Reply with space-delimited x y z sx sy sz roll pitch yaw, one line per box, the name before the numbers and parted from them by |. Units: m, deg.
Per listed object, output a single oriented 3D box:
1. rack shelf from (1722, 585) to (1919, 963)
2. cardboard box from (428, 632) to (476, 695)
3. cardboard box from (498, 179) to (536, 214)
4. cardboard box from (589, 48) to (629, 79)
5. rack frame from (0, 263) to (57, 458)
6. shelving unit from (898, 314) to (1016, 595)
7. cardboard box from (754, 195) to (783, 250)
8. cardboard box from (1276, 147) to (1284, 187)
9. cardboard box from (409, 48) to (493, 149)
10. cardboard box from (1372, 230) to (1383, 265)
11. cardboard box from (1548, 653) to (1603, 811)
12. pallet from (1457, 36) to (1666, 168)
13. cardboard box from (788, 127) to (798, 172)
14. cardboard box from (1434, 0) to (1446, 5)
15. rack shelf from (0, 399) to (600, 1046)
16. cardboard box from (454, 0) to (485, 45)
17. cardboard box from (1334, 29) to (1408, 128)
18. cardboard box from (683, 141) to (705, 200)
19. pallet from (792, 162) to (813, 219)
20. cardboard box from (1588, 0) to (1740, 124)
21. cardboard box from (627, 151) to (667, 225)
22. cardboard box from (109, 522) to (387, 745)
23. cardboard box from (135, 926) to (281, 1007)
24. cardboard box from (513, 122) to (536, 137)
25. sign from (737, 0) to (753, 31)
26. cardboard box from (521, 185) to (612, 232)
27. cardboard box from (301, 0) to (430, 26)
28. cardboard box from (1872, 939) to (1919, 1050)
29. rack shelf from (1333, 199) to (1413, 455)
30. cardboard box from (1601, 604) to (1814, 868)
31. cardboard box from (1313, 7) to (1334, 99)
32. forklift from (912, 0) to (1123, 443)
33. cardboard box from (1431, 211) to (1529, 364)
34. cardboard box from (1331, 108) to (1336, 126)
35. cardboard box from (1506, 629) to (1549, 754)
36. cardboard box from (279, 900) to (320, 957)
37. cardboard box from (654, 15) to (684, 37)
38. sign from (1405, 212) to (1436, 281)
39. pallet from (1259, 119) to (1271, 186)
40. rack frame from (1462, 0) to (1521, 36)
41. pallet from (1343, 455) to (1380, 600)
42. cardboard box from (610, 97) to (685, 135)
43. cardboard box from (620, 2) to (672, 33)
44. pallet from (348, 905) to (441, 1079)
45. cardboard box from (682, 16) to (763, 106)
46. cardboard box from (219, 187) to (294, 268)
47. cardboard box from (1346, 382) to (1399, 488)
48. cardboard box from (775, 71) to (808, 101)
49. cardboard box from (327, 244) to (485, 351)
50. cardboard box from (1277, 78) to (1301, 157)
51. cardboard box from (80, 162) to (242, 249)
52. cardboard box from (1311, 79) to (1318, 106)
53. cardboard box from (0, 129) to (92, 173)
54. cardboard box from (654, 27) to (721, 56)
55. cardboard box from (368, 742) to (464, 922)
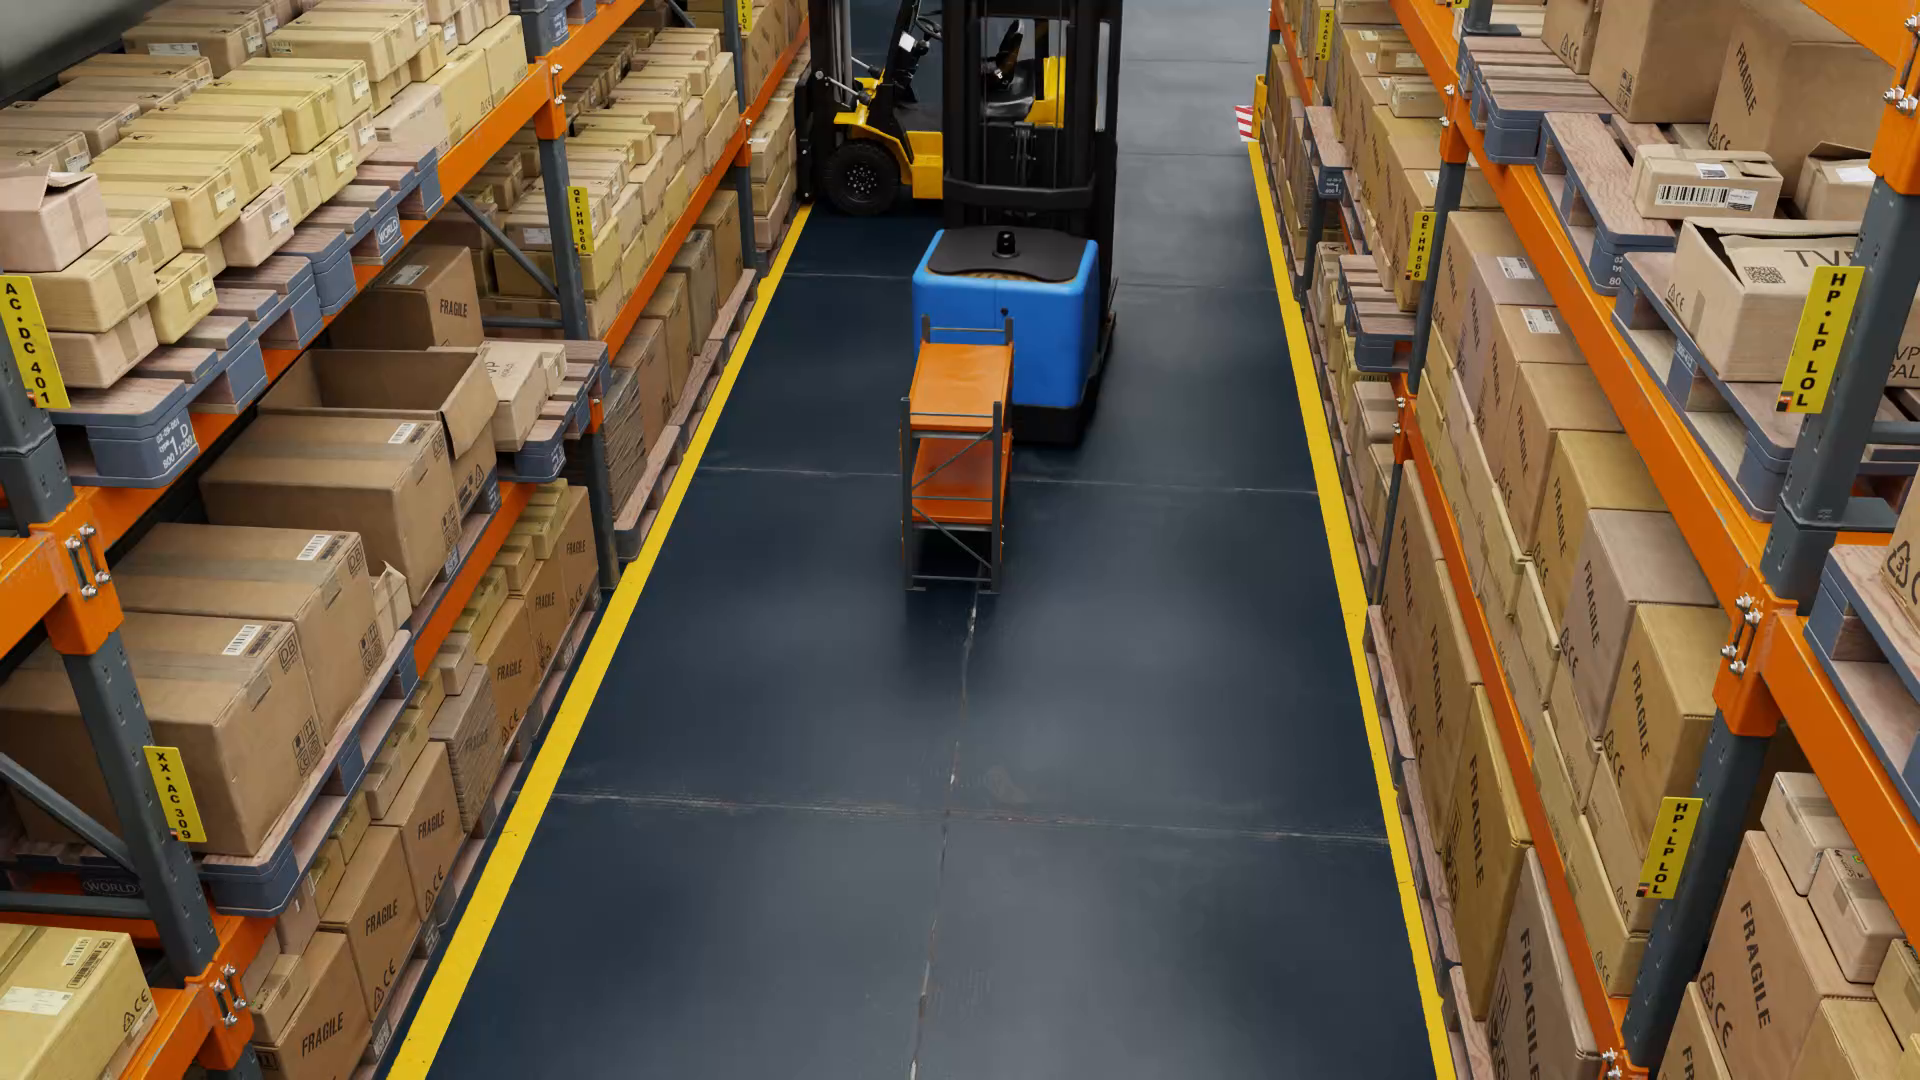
rack shelf | 2.137 1.318 2.079 1.077 0.370 4.000 2 32 4
cardboard box | -2.245 0.512 6.924 0.380 0.149 0.250 1 32 2
cardboard box | -2.522 -1.722 8.851 0.500 0.250 0.500 3 32 4
cardboard box | -2.334 -3.026 10.587 0.380 0.149 0.250 2 32 4
rack frame | -2.647 -1.521 3.141 1.000 3.000 0.127 2 32 4
shelving unit | -0.001 -0.475 8.949 0.538 1.125 1.048 2 32 4
cardboard box | -1.627 -2.397 12.501 0.500 0.250 0.500 3 32 4
cardboard box | 2.855 -3.078 13.605 0.500 0.250 0.500 5 32 7
cardboard box | -2.162 -1.730 6.482 0.500 0.250 0.500 3 32 4
cardboard box | 2.372 -1.510 8.680 0.380 0.149 0.250 1 32 2
cardboard box | 2.127 0.591 5.098 0.500 0.250 0.500 3 32 5
pallet | 2.626 -1.706 6.480 1.213 0.211 1.003 4 32 6
cardboard box | -1.557 -3.137 13.225 0.500 0.250 0.500 2 32 4
cardboard box | 2.722 -2.968 8.250 0.797 0.503 0.637 2 32 4
rack shelf | -2.484 0.293 6.600 1.077 0.370 4.000 2 32 4
cardboard box | -2.151 -2.111 6.720 0.380 0.149 0.250 2 32 3
cardboard box | 2.587 -2.793 10.144 0.500 0.500 0.500 3 32 4
cardboard box | -1.883 -2.290 10.250 0.500 0.250 0.500 3 32 4
pallet | -1.793 -3.017 13.944 1.003 0.211 1.213 2 32 4
cardboard box | 2.735 -1.821 5.991 0.700 0.500 0.500 1 32 2
cardboard box | -1.939 -1.964 9.244 0.500 0.250 0.500 2 32 3
cardboard box | -2.343 0.297 5.413 0.700 0.500 0.500 3 32 5
cardboard box | -2.413 1.337 5.302 0.380 0.149 0.250 2 32 3
cardboard box | -2.519 -2.229 9.295 0.380 0.149 0.250 2 32 3
sign | -1.454 -3.591 11.190 0.100 0.325 0.005 2 32 4
cardboard box | -1.982 -1.671 8.389 0.380 0.149 0.250 3 32 5
cardboard box | -2.215 -1.970 6.208 0.380 0.149 0.250 2 32 3
cardboard box | 2.032 0.923 3.227 0.380 0.149 0.250 2 32 3
rack shelf | 2.789 -1.588 9.654 1.077 0.370 4.000 2 32 4
cardboard box | 2.086 0.530 4.482 0.500 0.500 0.500 3 32 6
cardboard box | 2.740 -3.352 11.452 0.500 0.500 0.500 2 32 3
forklift | 0.478 -2.592 10.663 1.130 2.935 3.031 6 32 9
cardboard box | 2.342 -1.069 7.078 0.500 0.500 0.500 1 32 2
cardboard box | 2.592 -2.736 10.670 0.380 0.149 0.250 3 32 5
cardboard box | 2.188 0.532 5.670 0.500 0.250 0.500 2 32 3
cardboard box | -2.407 1.318 5.616 0.380 0.149 0.250 2 32 3
cardboard box | -2.229 -3.439 11.876 0.500 0.500 0.500 2 32 4
sign | 2.084 -1.326 7.514 0.100 0.325 0.005 2 32 4
pallet | 3.170 -3.382 14.536 1.003 0.211 1.213 2 32 4
rack frame | 2.626 -3.403 6.194 1.000 3.000 0.127 2 32 4
pallet | 2.691 -0.070 9.162 1.003 0.211 1.213 2 32 4
cardboard box | -1.821 -2.469 9.684 0.380 0.149 0.250 2 32 3
cardboard box | -2.226 -3.648 11.597 0.380 0.149 0.250 2 32 4
pallet | -2.619 1.793 6.139 1.003 0.211 1.213 2 32 4
cardboard box | -1.700 -3.414 11.835 0.500 0.500 0.500 2 32 3
cardboard box | -2.142 -0.897 4.731 0.380 0.149 0.250 3 32 5
cardboard box | 2.734 -0.590 9.452 0.950 0.372 0.625 2 32 3
cardboard box | -1.513 -3.625 13.541 0.500 0.250 0.500 2 32 3
cardboard box | -2.519 -1.018 7.546 0.500 0.500 0.500 4 32 6
cardboard box | 2.847 -3.401 13.416 0.500 0.500 0.500 3 32 5
cardboard box | -2.172 -0.896 4.446 0.380 0.149 0.250 2 32 3
cardboard box | 2.687 -3.145 11.734 0.380 0.149 0.250 3 32 5
cardboard box | -2.698 -1.049 4.695 0.380 0.149 0.250 3 32 5
cardboard box | -1.802 -3.281 11.001 0.380 0.149 0.250 4 32 6
cardboard box | -2.305 1.135 6.531 0.500 0.500 0.500 2 32 3
